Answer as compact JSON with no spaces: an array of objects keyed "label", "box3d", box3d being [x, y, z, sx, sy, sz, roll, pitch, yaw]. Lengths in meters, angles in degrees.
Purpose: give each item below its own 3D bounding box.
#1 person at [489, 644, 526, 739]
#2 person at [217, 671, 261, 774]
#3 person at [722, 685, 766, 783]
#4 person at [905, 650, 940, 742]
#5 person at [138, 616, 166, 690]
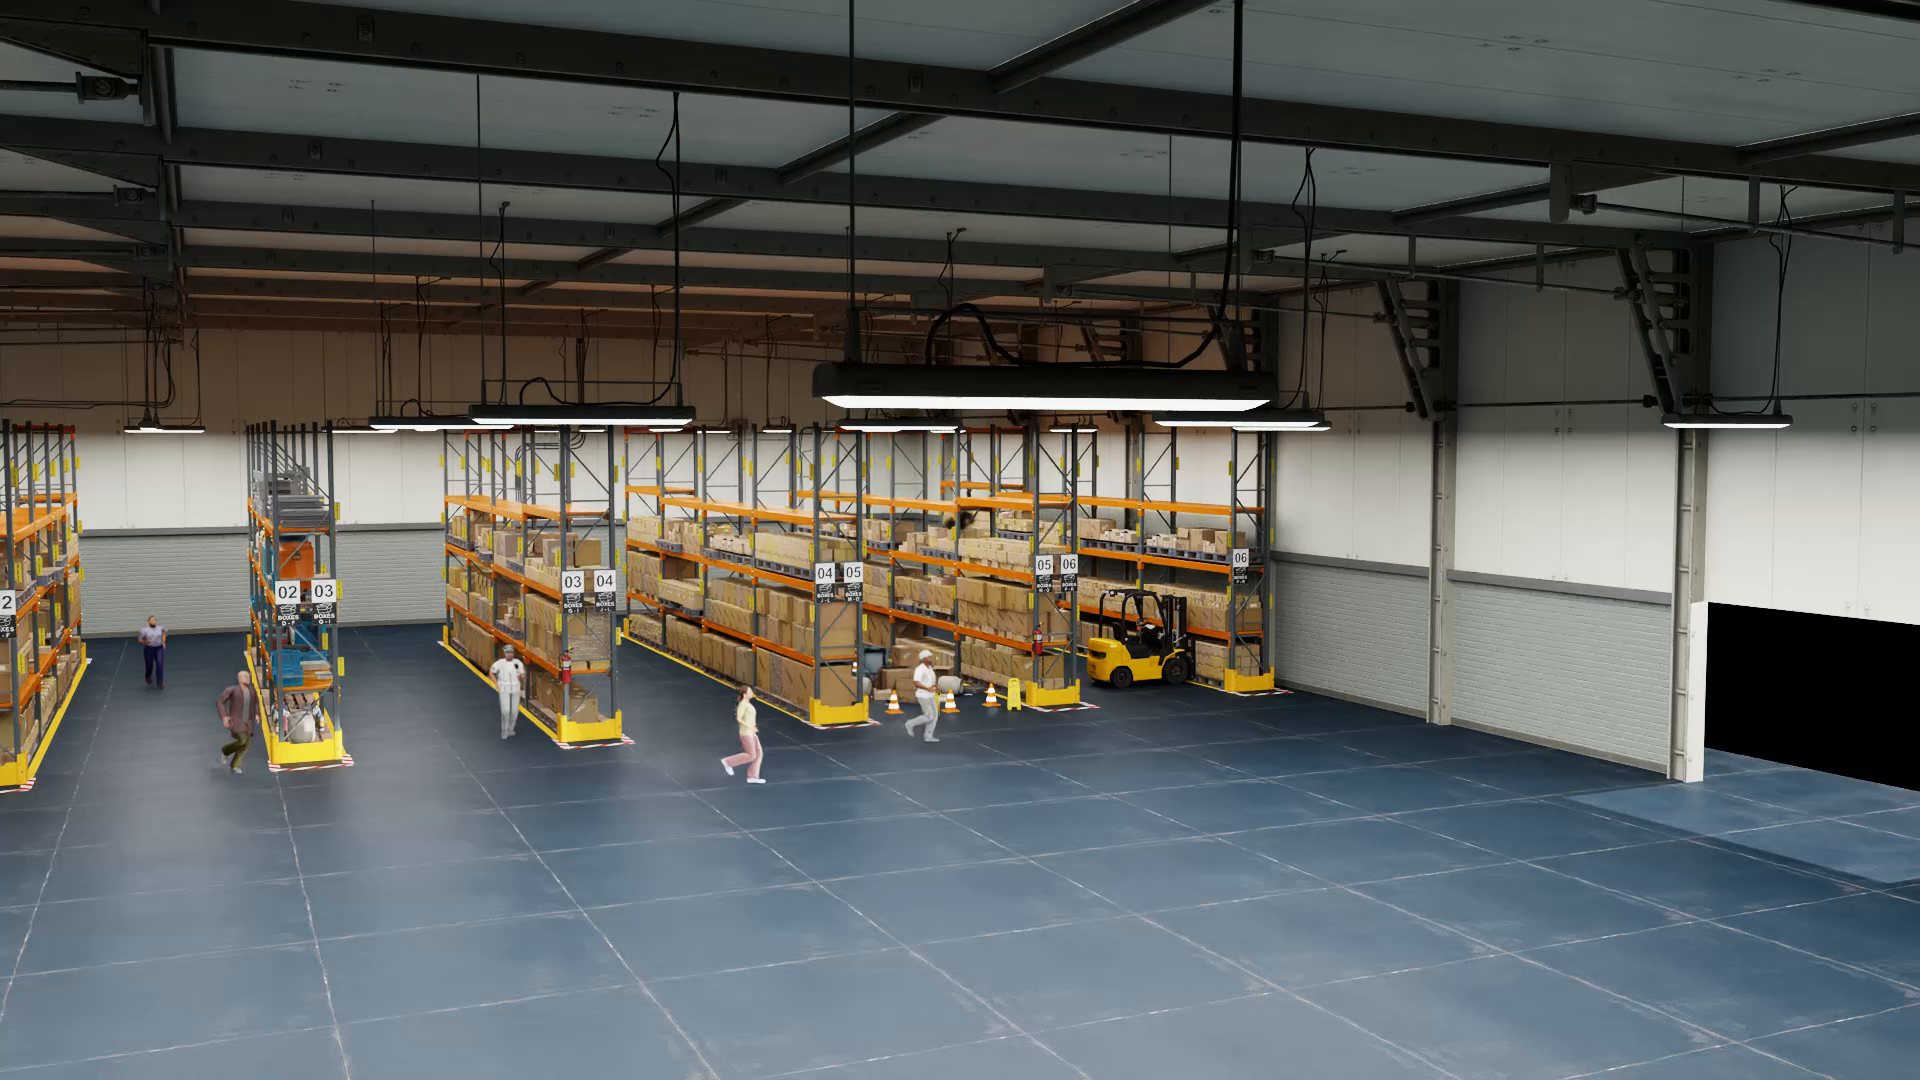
[{"label":"person","box3d":[-8.528,2.884,31.486,0.641,1.814,0.672,-2,4,-27]},{"label":"person","box3d":[-12.258,3.095,28.409,0.579,1.696,0.736,2,4,32]},{"label":"person","box3d":[-3.562,3.199,27.415,0.715,1.639,0.585,0,4,1]},{"label":"person","box3d":[-0.677,2.914,31.099,0.678,1.727,0.698,1,4,19]},{"label":"person","box3d":[-18.263,2.535,37.651,0.606,1.648,0.924,-3,4,-37]}]
